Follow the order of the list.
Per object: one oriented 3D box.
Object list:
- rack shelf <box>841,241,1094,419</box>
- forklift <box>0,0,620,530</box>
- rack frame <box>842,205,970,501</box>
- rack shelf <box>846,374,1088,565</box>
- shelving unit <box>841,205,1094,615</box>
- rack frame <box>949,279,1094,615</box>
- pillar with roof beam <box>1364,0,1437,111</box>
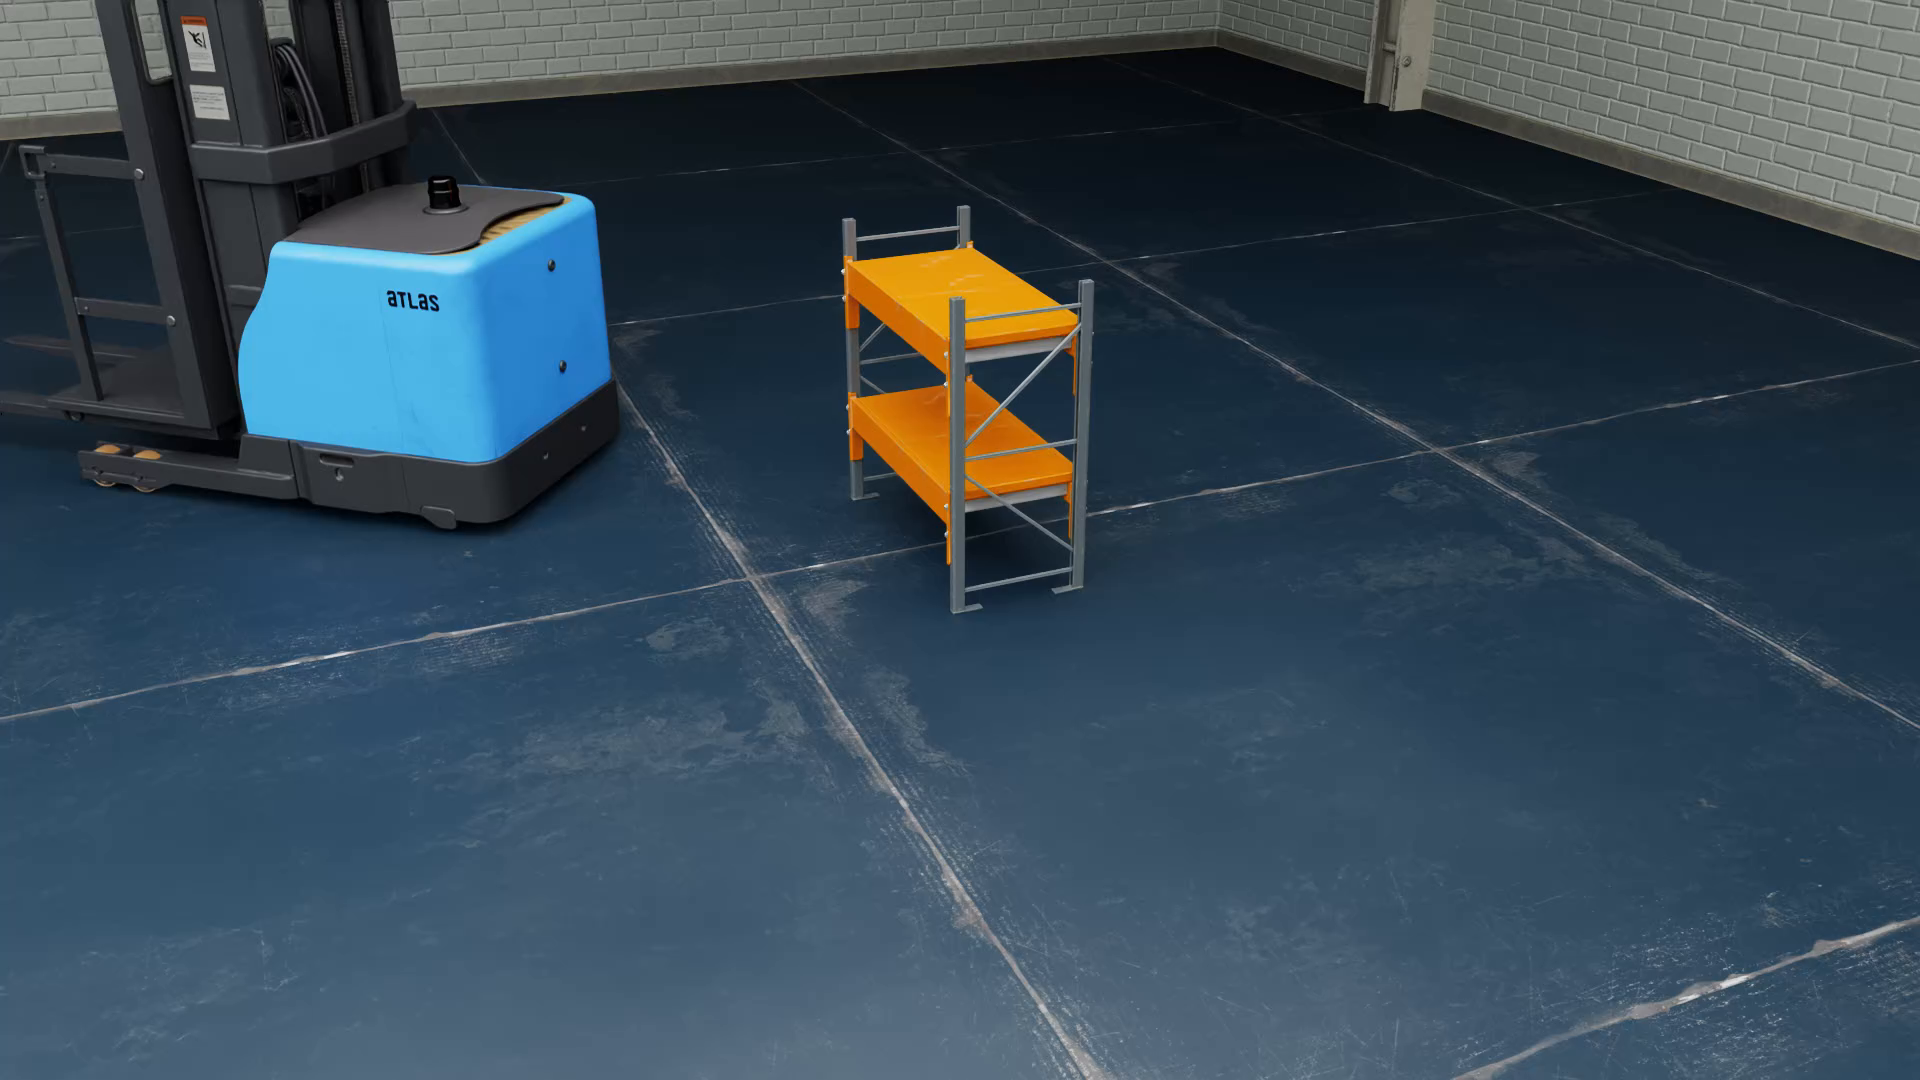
[{"bbox_3d":[0.003,-0.766,5.869,0.538,0.278,1.000,-11,28,-21],"label":"rack shelf"},{"bbox_3d":[-3.012,-1.718,6.427,3.031,2.935,1.130,8,27,15],"label":"forklift"},{"bbox_3d":[-0.196,-0.708,6.418,0.500,1.125,0.032,-11,28,-21],"label":"rack frame"},{"bbox_3d":[0.003,-0.283,6.105,0.538,0.278,1.000,-11,28,-21],"label":"rack shelf"},{"bbox_3d":[0.003,-0.503,5.998,0.538,1.125,1.048,-11,28,-21],"label":"shelving unit"},{"bbox_3d":[0.202,-0.298,5.577,0.500,1.125,0.032,-11,28,-21],"label":"rack frame"},{"bbox_3d":[-0.453,-6.823,9.968,9.100,9.000,0.400,-11,28,-21],"label":"pillar with roof beam"}]
